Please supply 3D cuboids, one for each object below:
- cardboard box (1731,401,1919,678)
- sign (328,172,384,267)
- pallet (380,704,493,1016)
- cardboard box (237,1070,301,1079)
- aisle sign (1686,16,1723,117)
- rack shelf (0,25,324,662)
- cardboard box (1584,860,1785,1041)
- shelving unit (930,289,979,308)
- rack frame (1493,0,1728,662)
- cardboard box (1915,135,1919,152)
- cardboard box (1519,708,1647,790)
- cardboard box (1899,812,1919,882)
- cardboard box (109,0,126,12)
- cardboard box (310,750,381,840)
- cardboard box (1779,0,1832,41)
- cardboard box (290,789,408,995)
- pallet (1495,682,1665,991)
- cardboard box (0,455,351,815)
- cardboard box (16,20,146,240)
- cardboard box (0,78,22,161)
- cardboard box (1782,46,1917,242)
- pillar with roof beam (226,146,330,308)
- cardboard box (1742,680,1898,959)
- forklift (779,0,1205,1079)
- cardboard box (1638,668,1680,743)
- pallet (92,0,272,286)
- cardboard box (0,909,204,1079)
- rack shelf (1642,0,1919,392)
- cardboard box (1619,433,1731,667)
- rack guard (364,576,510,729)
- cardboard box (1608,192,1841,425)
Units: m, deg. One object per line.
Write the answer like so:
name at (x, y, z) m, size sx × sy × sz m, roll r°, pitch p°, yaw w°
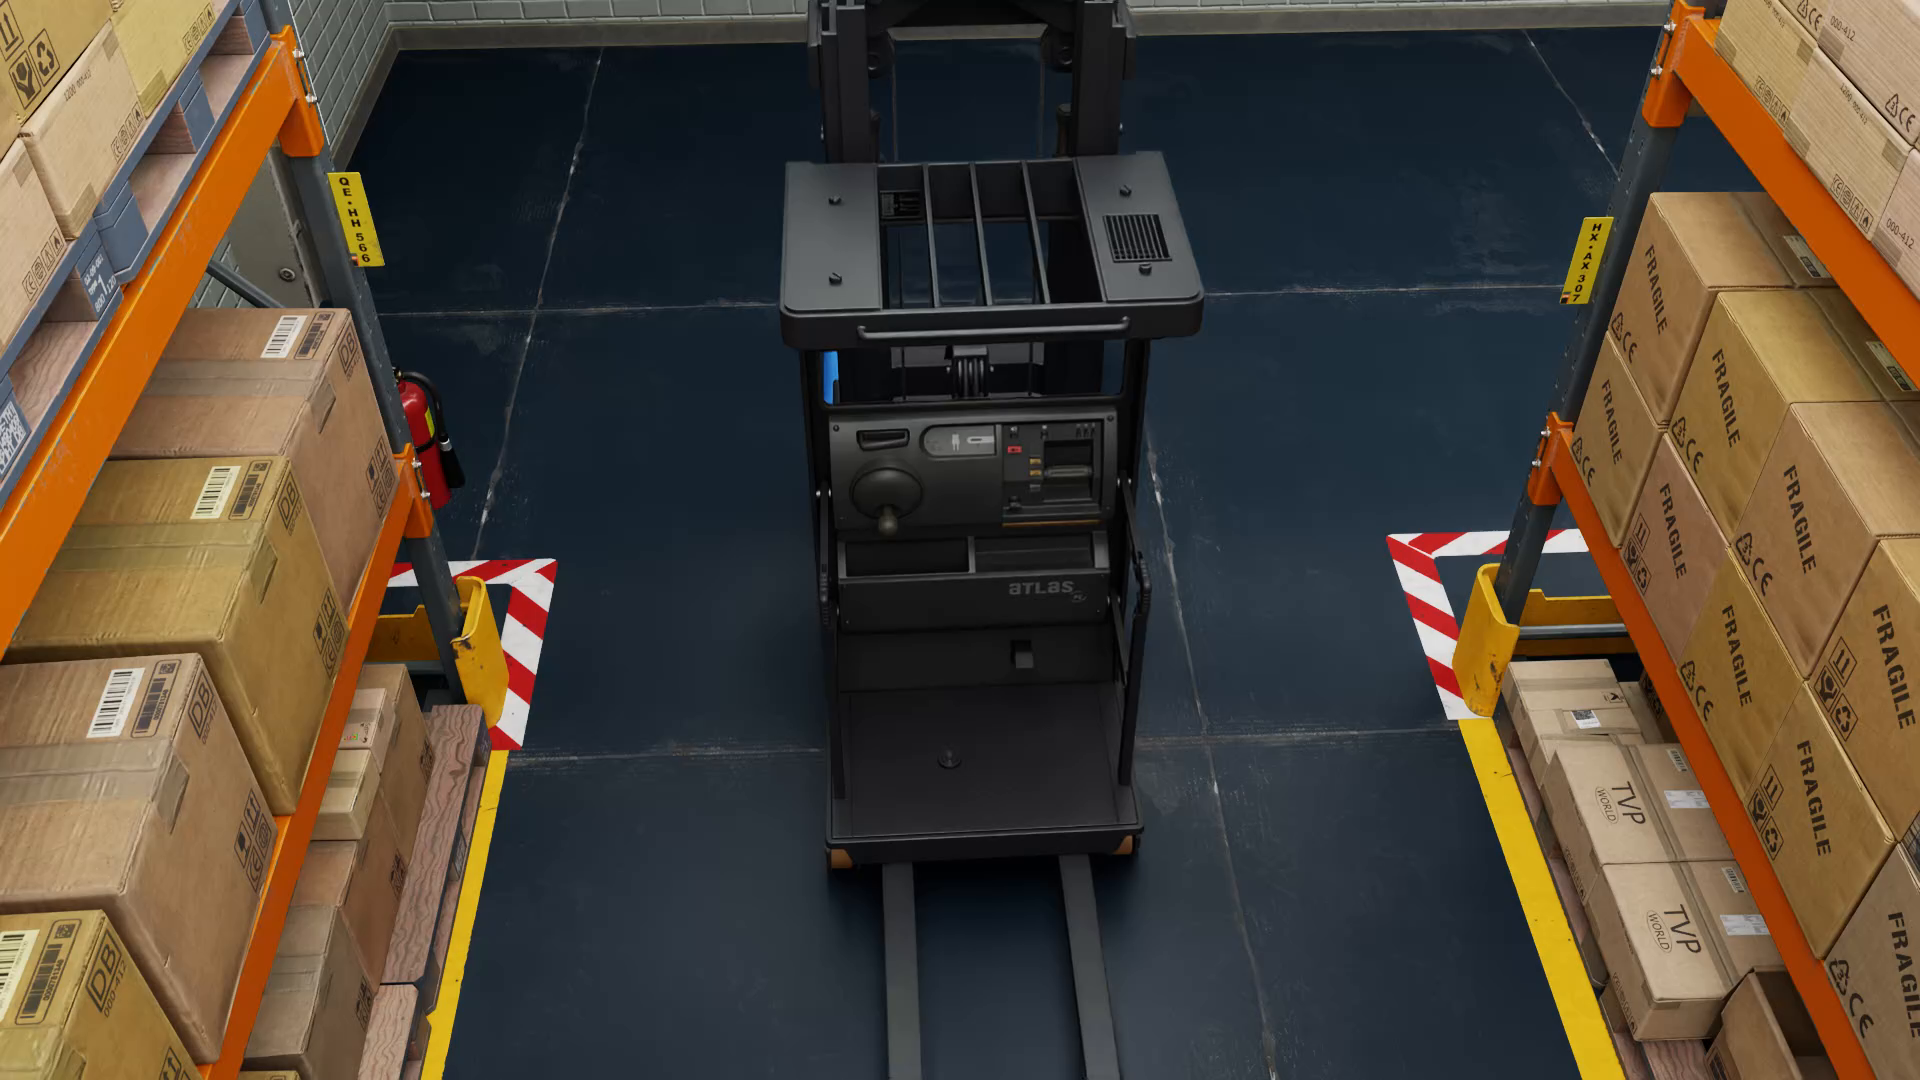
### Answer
cardboard box at (2.369, -0.004, 4.220) m, size 0.500 × 0.500 × 0.500 m, roll -1°, pitch 43°, yaw -1°
sign at (-1.839, -0.972, 5.058) m, size 0.100 × 0.325 × 0.005 m, roll -2°, pitch 43°, yaw -2°
pallet at (-2.269, 1.114, 5.879) m, size 1.003 × 0.211 × 1.213 m, roll -2°, pitch 43°, yaw -2°
cardboard box at (-2.178, 1.822, 4.582) m, size 0.700 × 0.500 × 0.500 m, roll -1°, pitch 43°, yaw -1°
aisle sign at (2.271, -1.592, 4.843) m, size 0.394 × 0.787 × 0.004 m, roll -2°, pitch 43°, yaw -2°
rack shelf at (-2.296, 0.058, 3.279) m, size 1.077 × 0.370 × 4.000 m, roll -2°, pitch 43°, yaw -2°
cardboard box at (2.350, 1.305, 5.315) m, size 0.500 × 0.250 × 0.500 m, roll -2°, pitch 43°, yaw -2°
shelving unit at (-0.014, -0.554, 7.078) m, size 0.215 × 1.050 × 0.252 m, roll -2°, pitch 43°, yaw -3°
rack frame at (2.568, -0.596, 5.681) m, size 1.000 × 3.000 × 0.127 m, roll -2°, pitch 43°, yaw -2°
cardboard box at (2.371, -0.802, 3.426) m, size 0.500 × 0.250 × 0.500 m, roll -2°, pitch 43°, yaw -2°
cardboard box at (2.253, 0.747, 5.986) m, size 0.380 × 0.166 × 0.250 m, roll -2°, pitch 43°, yaw -2°
cardboard box at (2.412, 0.679, 3.476) m, size 0.500 × 0.500 × 0.500 m, roll -1°, pitch 43°, yaw -1°
cardboard box at (-2.078, -1.484, 3.600) m, size 0.500 × 0.500 × 0.500 m, roll -2°, pitch 43°, yaw -2°
cardboard box at (-2.053, 0.800, 5.217) m, size 0.380 × 0.149 × 0.250 m, roll -1°, pitch 43°, yaw -1°
cardboard box at (2.329, -1.477, 4.162) m, size 0.500 × 0.250 × 0.500 m, roll -2°, pitch 43°, yaw -2°
cardboard box at (-2.230, 1.123, 5.345) m, size 0.700 × 0.500 × 0.500 m, roll -2°, pitch 43°, yaw -2°
pallet at (2.606, 1.021, 5.980) m, size 1.003 × 0.211 × 1.213 m, roll -2°, pitch 43°, yaw -2°
cardboard box at (-2.308, 0.273, 4.511) m, size 0.980 × 0.700 × 0.700 m, roll -2°, pitch 43°, yaw -2°
cardboard box at (-2.062, -0.856, 3.470) m, size 0.500 × 0.250 × 0.500 m, roll -3°, pitch 43°, yaw -3°
cardboard box at (-2.037, -0.794, 2.847) m, size 0.500 × 0.500 × 0.500 m, roll -3°, pitch 43°, yaw -4°
cardboard box at (2.344, -0.955, 3.963) m, size 0.500 × 0.250 × 0.500 m, roll -2°, pitch 43°, yaw -2°
pillar with roof beam at (0.941, -4.585, 5.592) m, size 9.100 × 9.000 × 0.400 m, roll -2°, pitch 43°, yaw -2°
cardboard box at (2.388, 0.699, 4.194) m, size 0.500 × 0.500 × 0.500 m, roll -1°, pitch 43°, yaw -1°
forklift at (0.060, -0.137, 5.231) m, size 1.130 × 2.935 × 3.031 m, roll -2°, pitch 43°, yaw -3°
cardboard box at (2.837, 0.523, 5.984) m, size 0.500 × 0.500 × 0.500 m, roll -2°, pitch 43°, yaw -2°
pallet at (-2.339, -1.024, 3.993) m, size 1.003 × 0.211 × 1.213 m, roll -2°, pitch 43°, yaw -2°
cardboard box at (-2.244, 1.279, 3.413) m, size 0.980 × 0.700 × 0.700 m, roll -3°, pitch 43°, yaw -3°
rack shelf at (2.653, -0.087, 3.437) m, size 1.077 × 0.370 × 4.000 m, roll -2°, pitch 43°, yaw -2°
cardboard box at (2.350, 0.022, 4.932) m, size 0.500 × 0.500 × 0.500 m, roll -2°, pitch 43°, yaw -2°
rack guard at (-2.382, 0.454, 6.385) m, size 1.175 × 0.500 × 0.348 m, roll -2°, pitch 43°, yaw -2°
cardboard box at (2.323, -0.695, 4.974) m, size 0.500 × 0.500 × 0.500 m, roll 0°, pitch 43°, yaw 0°
